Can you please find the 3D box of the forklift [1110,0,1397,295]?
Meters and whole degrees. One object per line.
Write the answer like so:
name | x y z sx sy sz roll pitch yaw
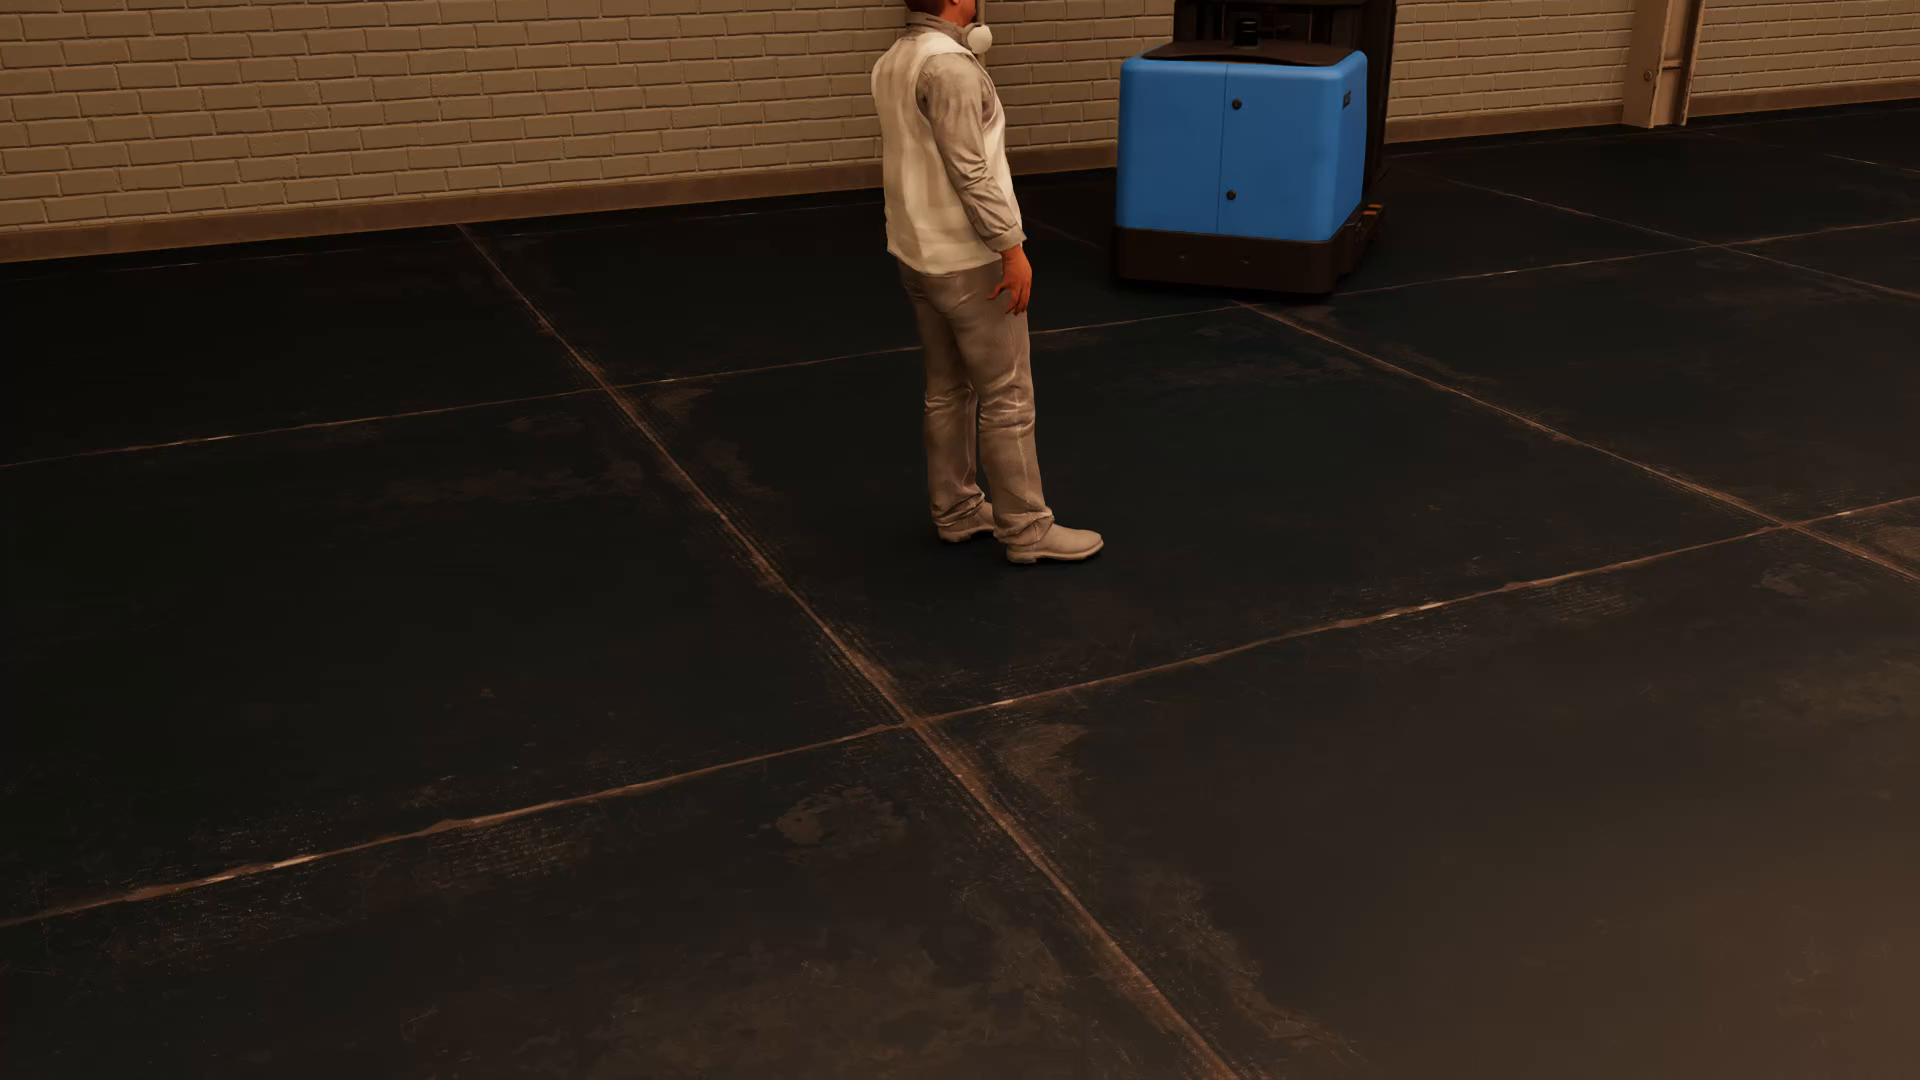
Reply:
forklift | 1.717 -3.018 8.551 1.130 2.935 3.031 8 24 19

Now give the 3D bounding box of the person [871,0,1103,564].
person | 0.059 -0.833 4.781 0.568 1.773 0.632 -10 25 -23
